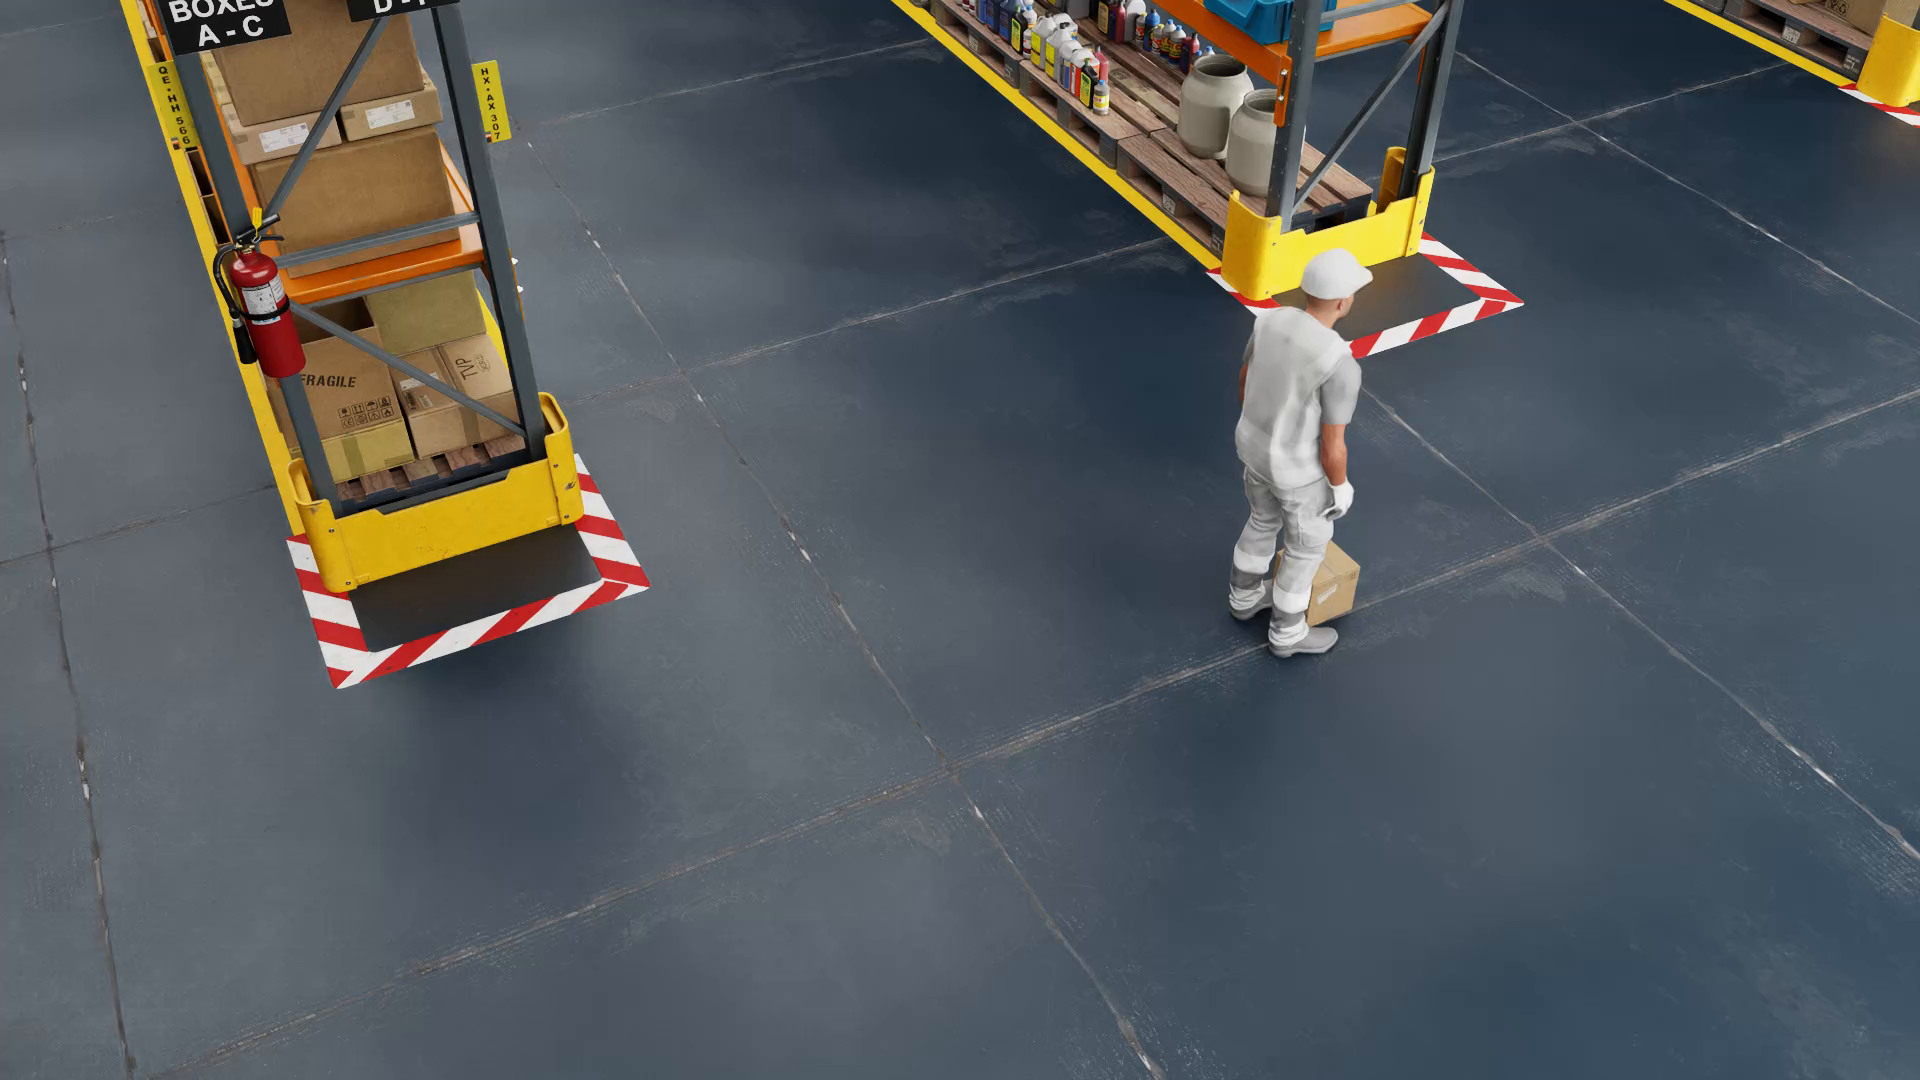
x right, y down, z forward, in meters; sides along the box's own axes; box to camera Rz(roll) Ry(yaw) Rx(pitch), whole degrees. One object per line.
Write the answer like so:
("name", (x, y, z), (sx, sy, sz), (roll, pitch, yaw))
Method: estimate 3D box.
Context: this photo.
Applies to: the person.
("person", (1.317, -0.329, 6.528), (0.453, 1.777, 0.609), (-21, 45, -22))
